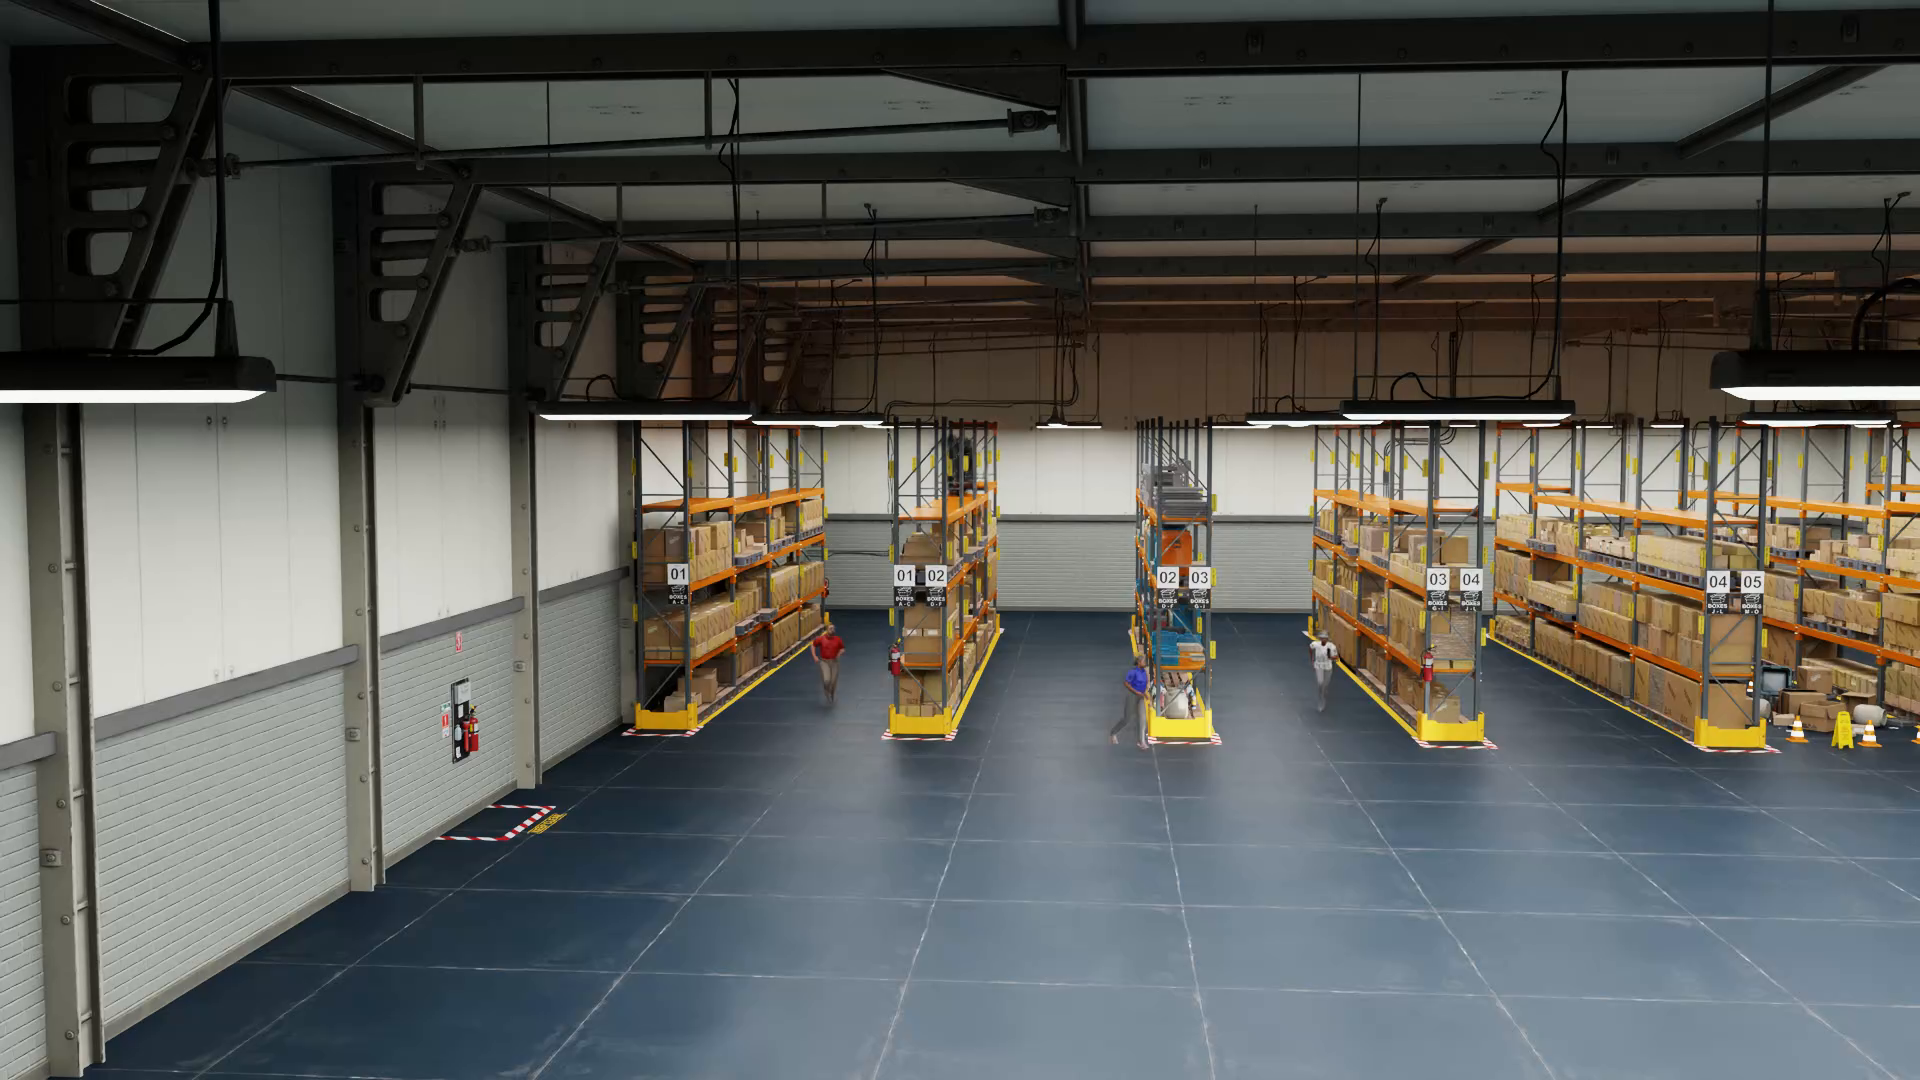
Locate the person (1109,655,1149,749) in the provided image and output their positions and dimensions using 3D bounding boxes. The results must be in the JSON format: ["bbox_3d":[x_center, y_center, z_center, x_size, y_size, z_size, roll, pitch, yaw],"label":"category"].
[{"bbox_3d":[3.197,2.921,30.259,0.660,1.645,0.864,-3,5,-43],"label":"person"}]

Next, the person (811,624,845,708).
[{"bbox_3d":[-2.718,2.601,34.620,0.668,1.694,0.737,-1,4,-19],"label":"person"}]

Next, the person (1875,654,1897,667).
[{"bbox_3d":[21.370,2.373,38.279,0.708,1.765,0.824,0,4,-5],"label":"person"}]

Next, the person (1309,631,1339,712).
[{"bbox_3d":[7.466,2.674,34.173,0.570,1.675,0.895,0,4,6],"label":"person"}]
